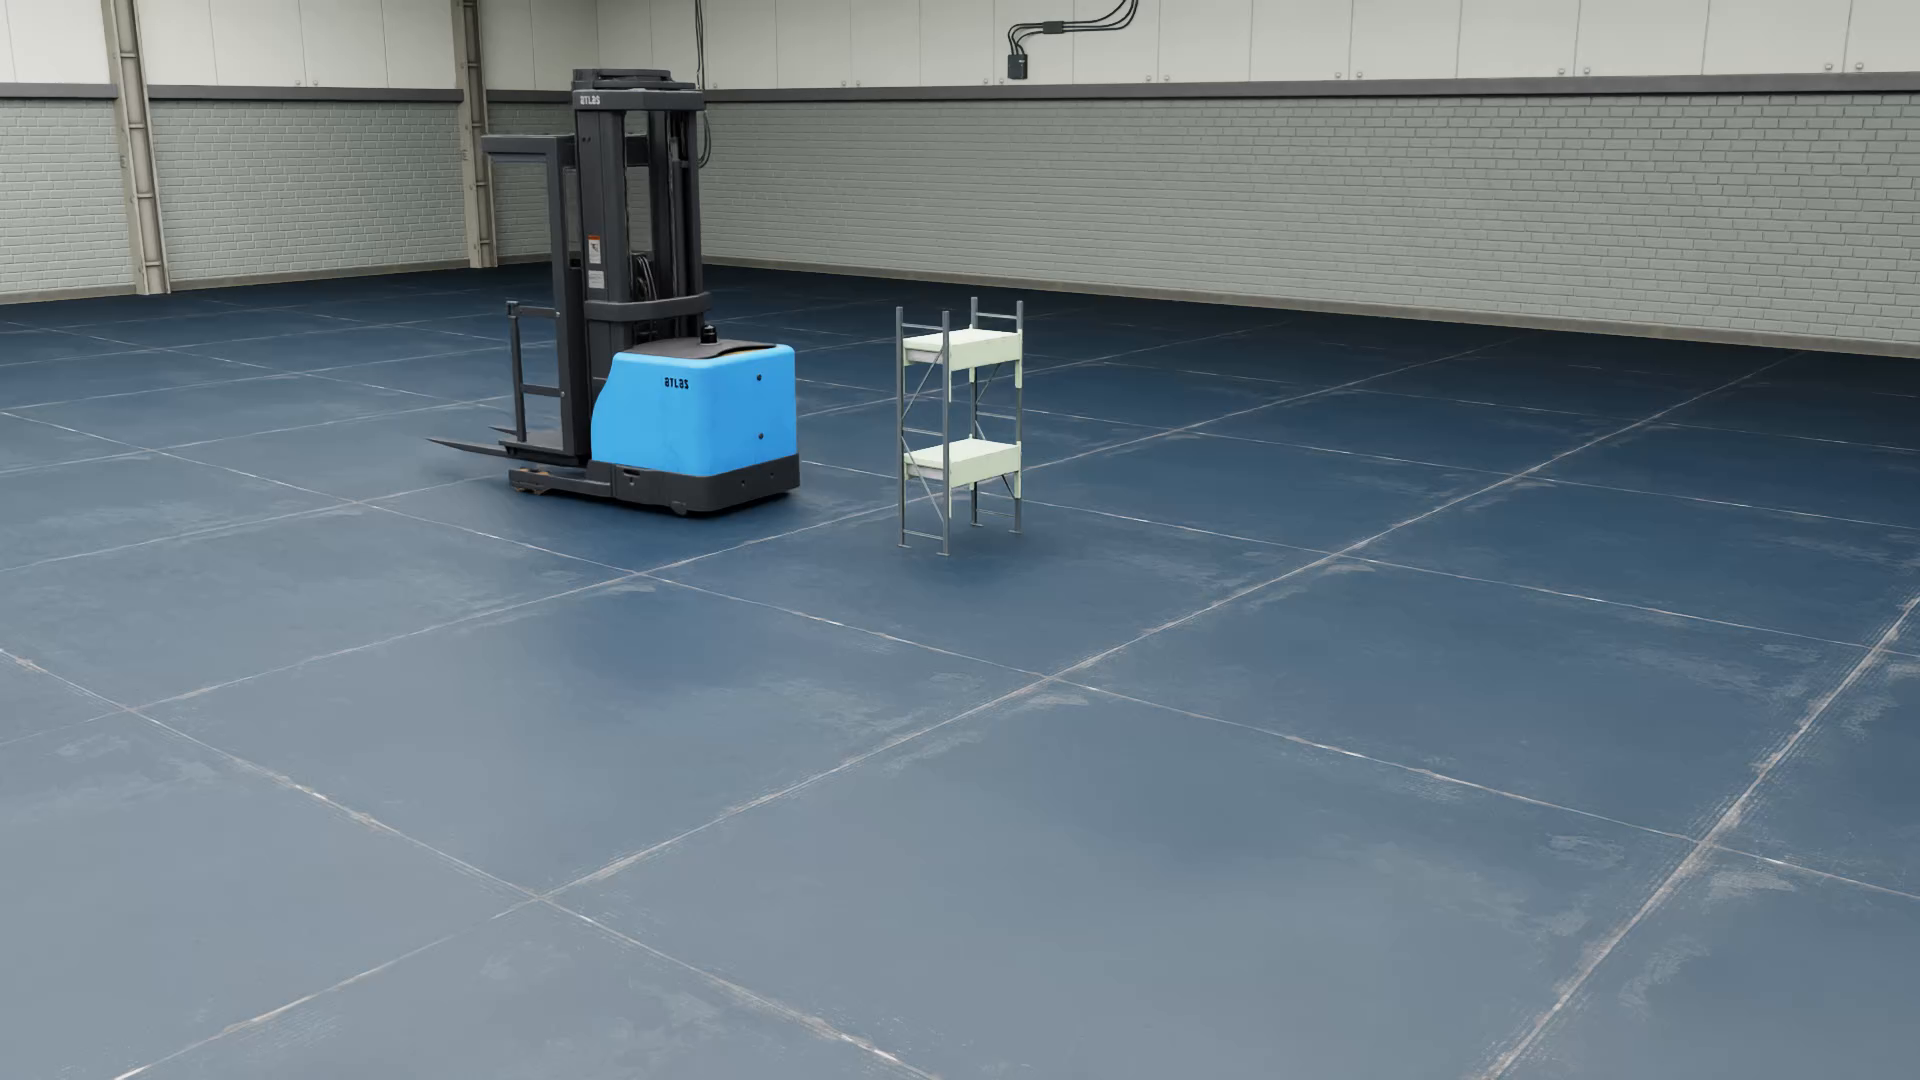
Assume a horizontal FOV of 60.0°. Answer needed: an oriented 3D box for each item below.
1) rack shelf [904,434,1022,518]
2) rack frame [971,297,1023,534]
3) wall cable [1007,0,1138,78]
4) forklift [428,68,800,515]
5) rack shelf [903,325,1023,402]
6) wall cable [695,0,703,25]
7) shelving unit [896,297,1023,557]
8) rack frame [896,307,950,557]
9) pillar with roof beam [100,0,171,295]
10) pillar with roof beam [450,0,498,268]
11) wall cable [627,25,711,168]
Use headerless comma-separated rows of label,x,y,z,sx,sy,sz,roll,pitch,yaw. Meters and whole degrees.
rack shelf,0.004,-0.412,10.524,0.431,0.370,0.720,11,18,38
rack frame,0.234,-0.798,10.719,0.400,1.500,0.023,11,18,38
wall cable,1.647,-9.831,24.139,2.305,6.003,0.169,11,18,38
forklift,-2.650,-1.843,11.923,3.031,2.935,1.130,9,17,33
rack shelf,0.004,-1.106,10.347,0.431,0.370,0.720,11,18,38
wall cable,-3.623,-10.179,28.465,3.097,2.526,0.112,11,18,38
shelving unit,0.004,-0.728,10.443,0.431,1.500,0.755,11,18,38
rack frame,-0.226,-0.658,10.167,0.400,1.500,0.023,11,18,38
pillar with roof beam,-9.030,-7.480,21.791,9.100,9.000,0.400,11,18,38
pillar with roof beam,-5.258,-8.629,26.314,9.100,9.000,0.400,11,18,38
wall cable,-5.727,-8.150,30.735,3.097,2.526,0.112,11,18,38
